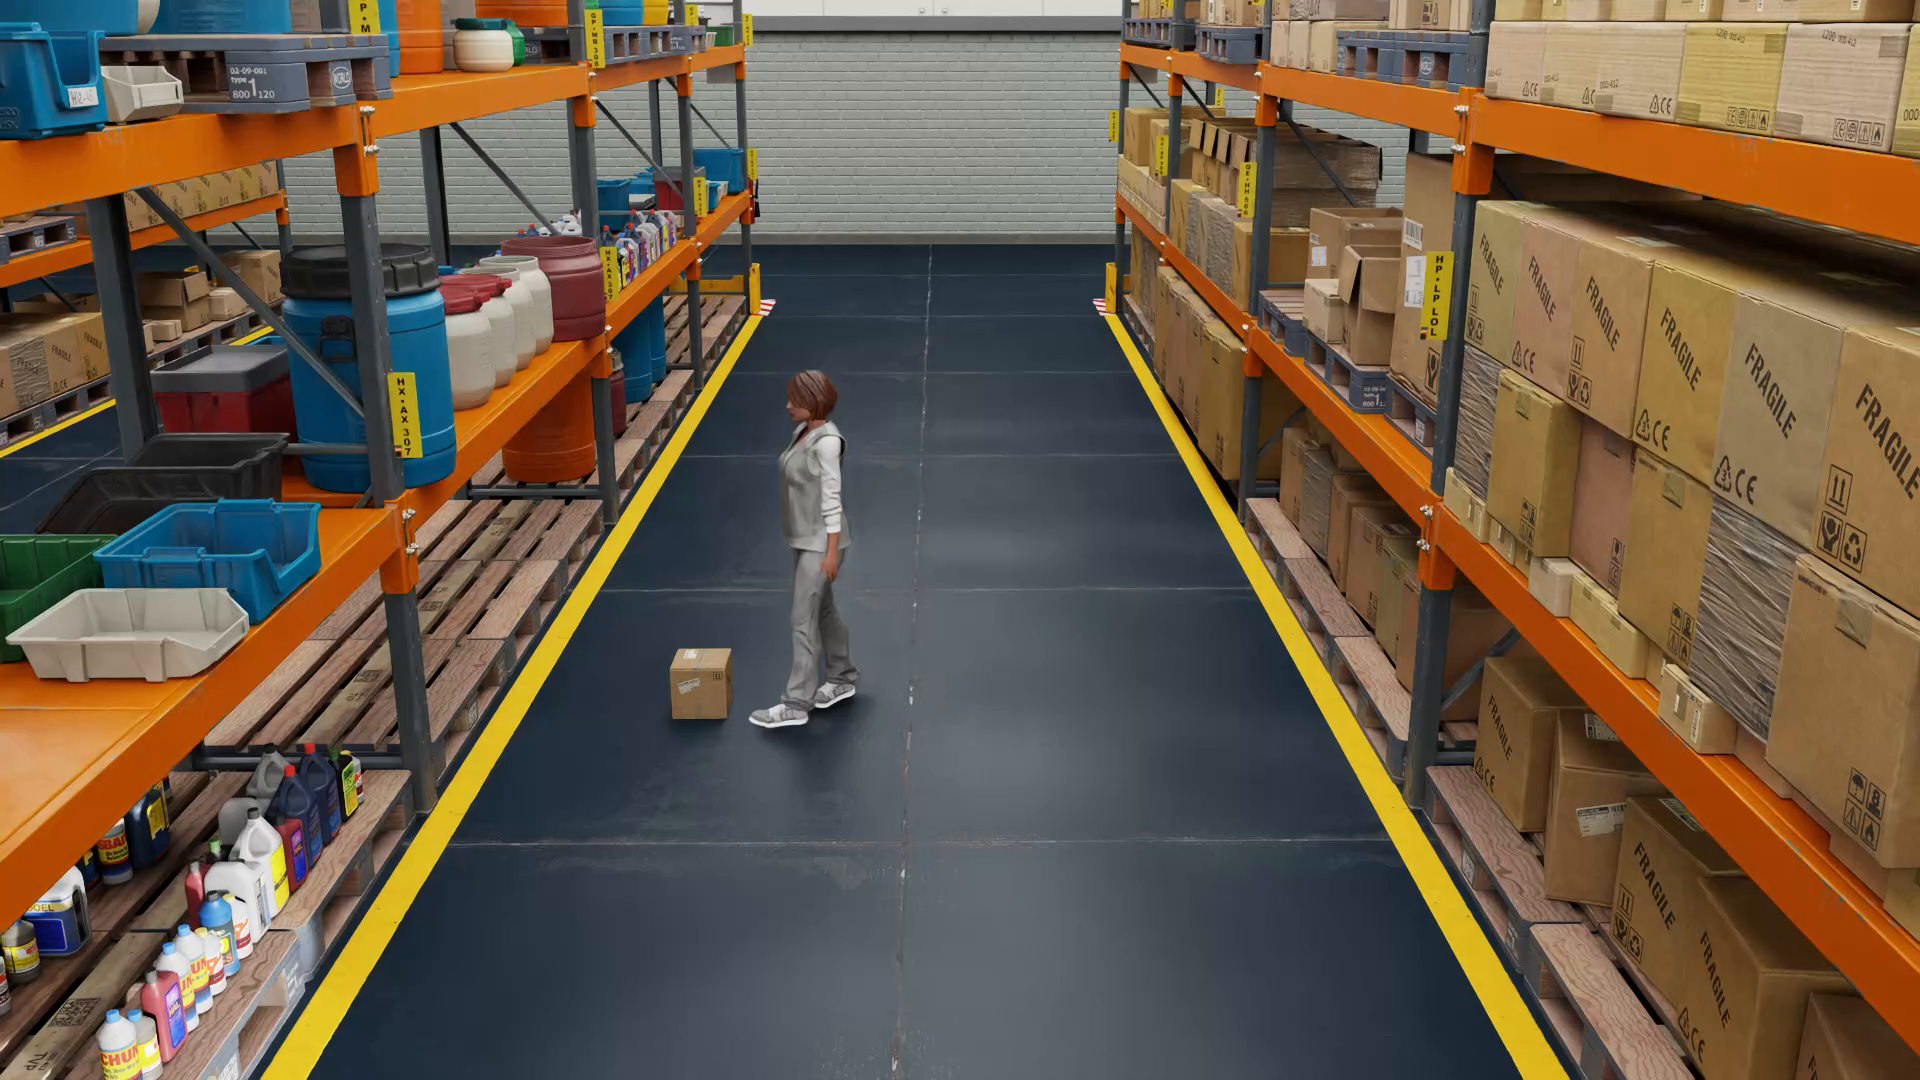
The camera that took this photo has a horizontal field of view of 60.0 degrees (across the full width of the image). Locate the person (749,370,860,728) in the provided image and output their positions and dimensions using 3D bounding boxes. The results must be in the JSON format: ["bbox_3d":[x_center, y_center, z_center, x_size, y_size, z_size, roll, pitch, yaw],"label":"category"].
[{"bbox_3d":[-0.714,0.039,7.451,0.583,1.585,0.424,-6,18,-19],"label":"person"}]
